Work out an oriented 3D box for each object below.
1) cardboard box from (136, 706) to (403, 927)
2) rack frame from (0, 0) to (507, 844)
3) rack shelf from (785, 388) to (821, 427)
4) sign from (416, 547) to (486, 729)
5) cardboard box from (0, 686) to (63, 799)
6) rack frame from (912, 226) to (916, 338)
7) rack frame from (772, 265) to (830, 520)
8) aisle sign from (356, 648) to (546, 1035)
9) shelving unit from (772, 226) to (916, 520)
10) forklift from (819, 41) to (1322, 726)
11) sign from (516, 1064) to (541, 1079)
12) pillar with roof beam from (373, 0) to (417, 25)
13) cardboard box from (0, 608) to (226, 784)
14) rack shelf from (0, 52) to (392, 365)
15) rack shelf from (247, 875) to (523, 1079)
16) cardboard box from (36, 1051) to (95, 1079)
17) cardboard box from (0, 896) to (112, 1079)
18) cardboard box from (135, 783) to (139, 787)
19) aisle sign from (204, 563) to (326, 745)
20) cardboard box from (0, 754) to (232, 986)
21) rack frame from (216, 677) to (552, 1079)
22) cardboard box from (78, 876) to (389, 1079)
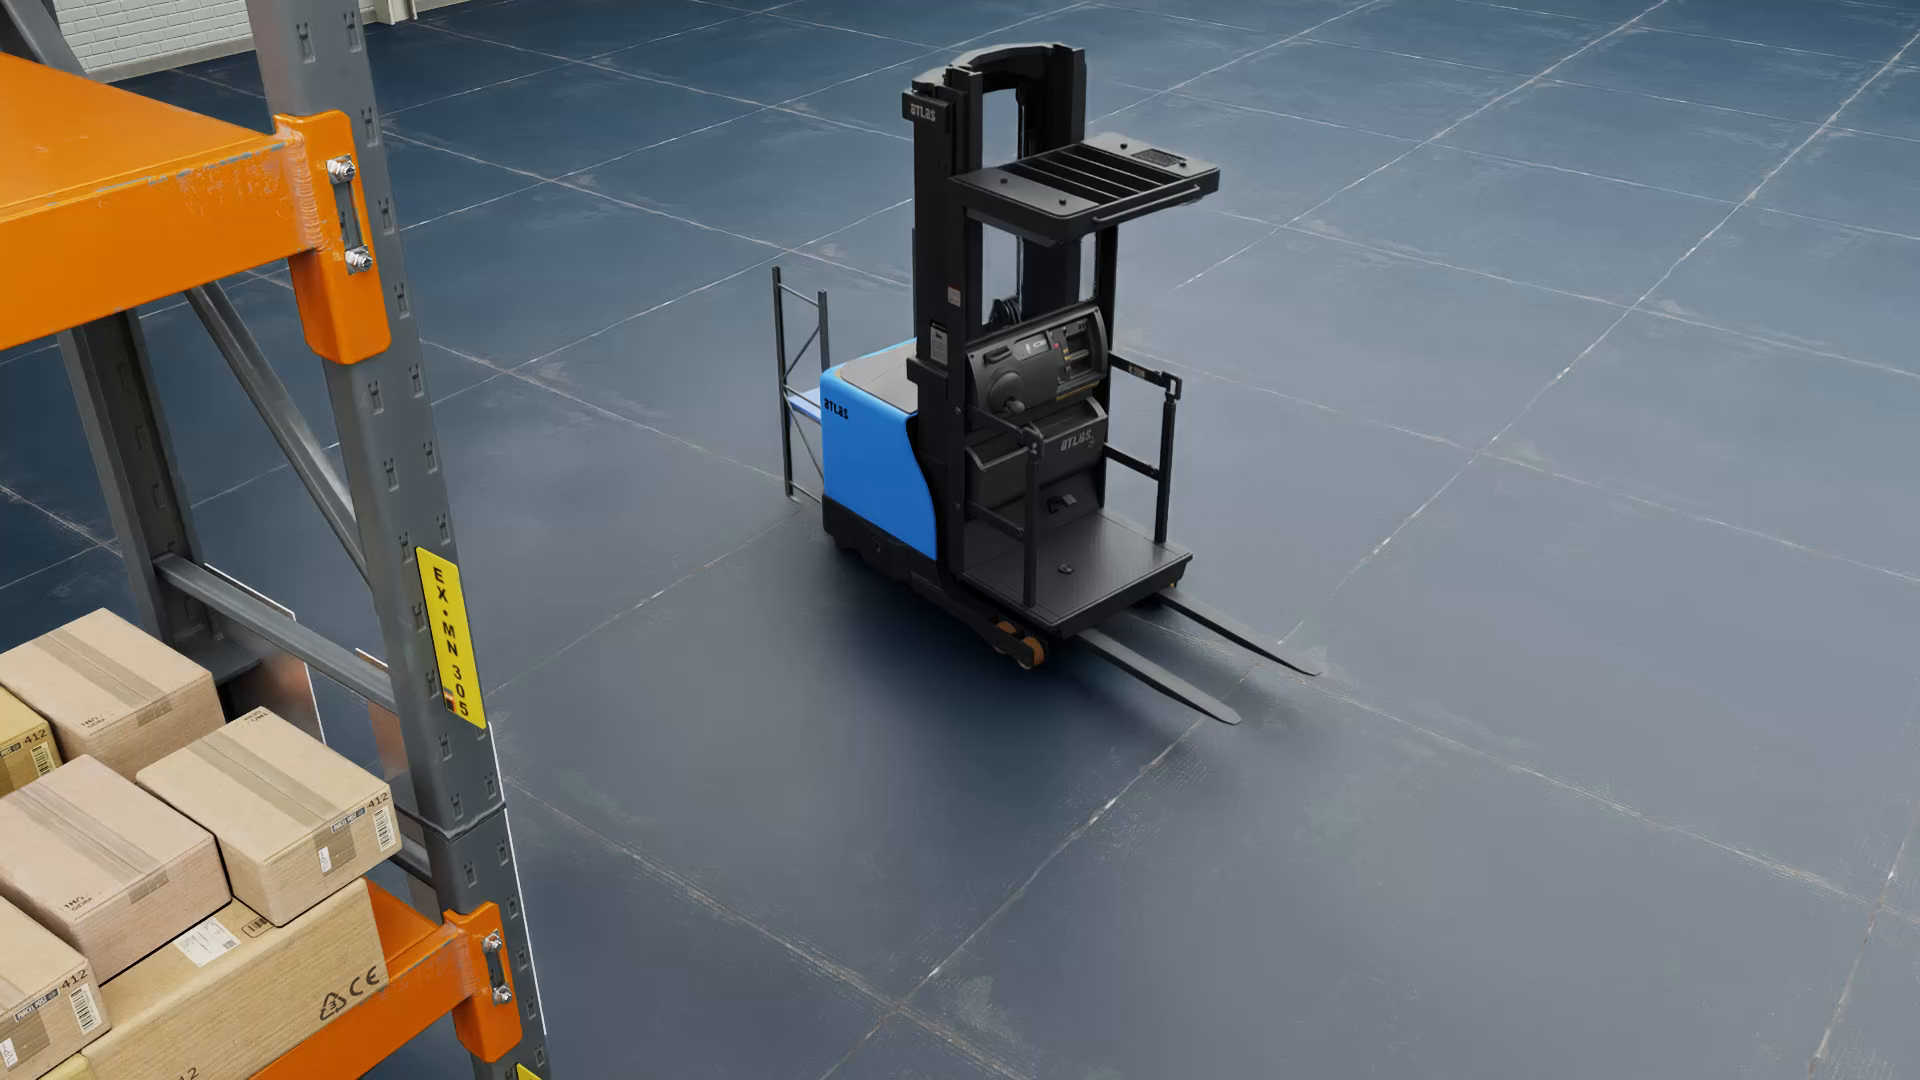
[{"bbox_3d":[-1.197,0.471,2.885,0.380,0.149,0.250,21,37,31],"label":"cardboard box"},{"bbox_3d":[-1.278,-0.922,2.536,1.000,3.000,0.127,21,37,31],"label":"rack frame"},{"bbox_3d":[-0.514,-0.835,10.097,1.000,0.185,0.538,-23,37,-33],"label":"rack shelf"},{"bbox_3d":[-0.848,0.167,2.773,0.100,0.325,0.005,21,37,31],"label":"sign"},{"bbox_3d":[-1.862,0.378,3.041,0.380,0.149,0.250,22,37,32],"label":"cardboard box"},{"bbox_3d":[-0.121,-1.154,10.283,0.032,1.500,0.500,-23,37,-33],"label":"rack frame"},{"bbox_3d":[-0.907,-0.825,9.728,0.032,1.500,0.500,-23,37,-33],"label":"rack frame"},{"bbox_3d":[-1.001,0.608,3.289,0.394,0.787,0.004,21,37,31],"label":"aisle sign"},{"bbox_3d":[-0.514,-0.989,10.005,1.048,1.500,0.538,-23,37,-33],"label":"shelving unit"},{"bbox_3d":[0.548,-0.881,8.419,1.130,2.935,3.031,-24,38,-35],"label":"forklift"},{"bbox_3d":[-0.848,1.204,3.388,0.100,0.325,0.005,21,37,31],"label":"sign"},{"bbox_3d":[-3.601,-9.045,16.243,9.100,9.000,0.400,21,37,31],"label":"pillar with roof beam"},{"bbox_3d":[-1.629,0.302,3.169,0.380,0.149,0.250,21,36,31],"label":"cardboard box"},{"bbox_3d":[-2.485,0.202,1.349,1.077,0.370,4.000,21,37,31],"label":"rack shelf"},{"bbox_3d":[-2.485,1.491,2.112,1.077,0.370,4.000,21,37,31],"label":"rack shelf"},{"bbox_3d":[-1.666,0.911,2.532,0.500,0.250,0.500,21,37,32],"label":"cardboard box"},{"bbox_3d":[-1.525,0.685,2.523,0.380,0.149,0.250,19,36,29],"label":"cardboard box"},{"bbox_3d":[-1.775,0.549,3.143,0.500,0.250,0.500,22,37,33],"label":"cardboard box"},{"bbox_3d":[-1.480,0.423,3.601,0.394,0.787,0.004,21,37,31],"label":"aisle sign"},{"bbox_3d":[-1.448,0.540,2.767,0.380,0.149,0.250,20,36,30],"label":"cardboard box"},{"bbox_3d":[-1.278,1.659,4.066,1.000,3.000,0.127,21,37,31],"label":"rack frame"},{"bbox_3d":[-1.367,0.707,2.876,0.500,0.250,0.500,22,37,32],"label":"cardboard box"}]
